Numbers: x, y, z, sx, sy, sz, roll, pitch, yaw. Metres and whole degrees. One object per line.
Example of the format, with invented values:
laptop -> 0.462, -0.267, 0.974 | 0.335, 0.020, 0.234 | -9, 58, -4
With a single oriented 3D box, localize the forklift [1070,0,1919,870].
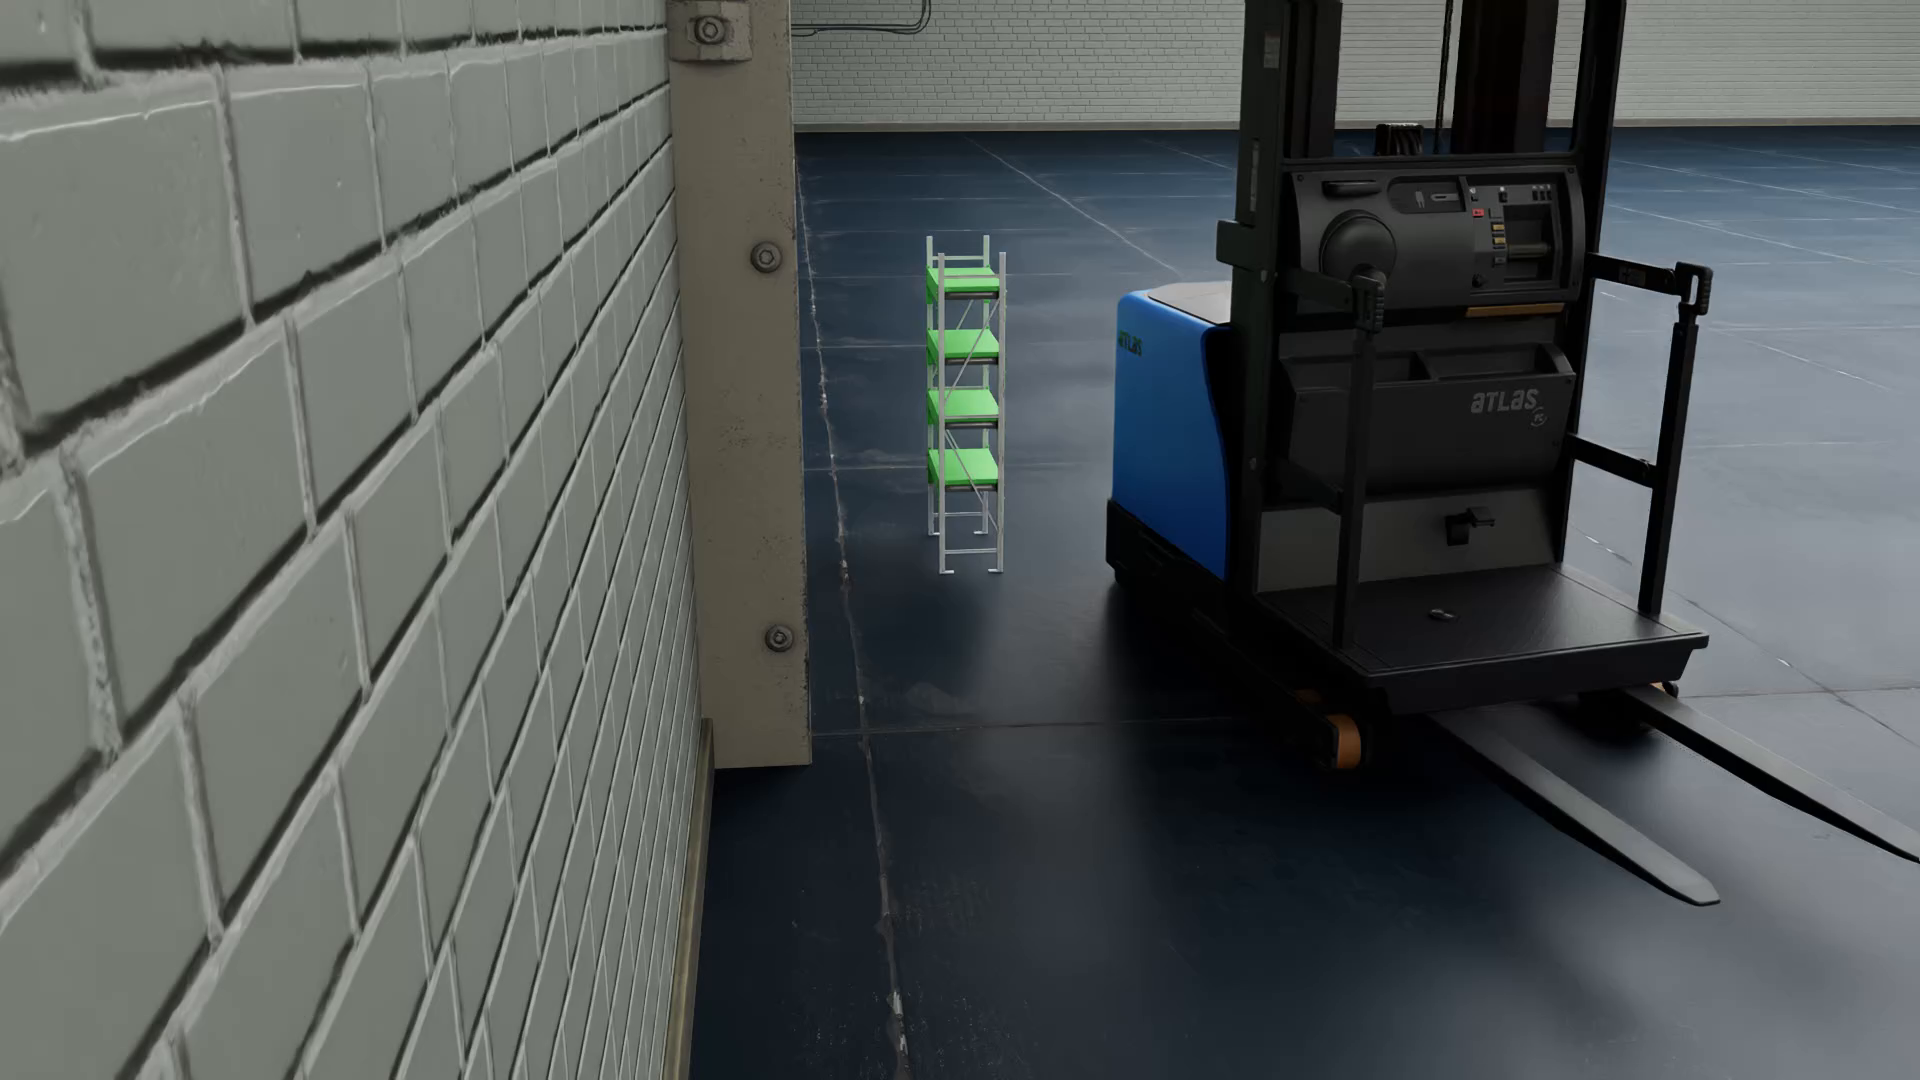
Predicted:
forklift -> 1.601, -0.904, 4.662 | 1.130, 2.935, 3.031 | -11, 20, -30

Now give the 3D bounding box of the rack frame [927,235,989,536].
rack frame -> -0.008, -0.596, 6.572 | 0.240, 1.200, 0.015 | -2, 18, -6

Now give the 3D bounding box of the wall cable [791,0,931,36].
wall cable -> -2.054, -10.306, 29.664 | 3.097, 2.526, 0.112 | -2, 18, -6

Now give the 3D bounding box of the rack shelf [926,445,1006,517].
rack shelf -> 0.017, -0.233, 6.431 | 0.258, 0.148, 0.480 | -2, 18, -6

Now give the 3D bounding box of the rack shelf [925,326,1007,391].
rack shelf -> 0.017, -0.691, 6.288 | 0.258, 0.148, 0.480 | -2, 18, -6

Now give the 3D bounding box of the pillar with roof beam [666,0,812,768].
pillar with roof beam -> 3.692, -3.851, 3.921 | 9.100, 9.000, 0.400 | -2, 18, -6

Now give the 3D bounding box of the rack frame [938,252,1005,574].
rack frame -> 0.042, -0.450, 6.109 | 0.240, 1.200, 0.015 | -2, 18, -6

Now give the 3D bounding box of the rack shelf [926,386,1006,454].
rack shelf -> 0.017, -0.462, 6.359 | 0.258, 0.148, 0.480 | -2, 18, -6

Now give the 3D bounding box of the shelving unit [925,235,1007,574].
shelving unit -> 0.017, -0.523, 6.340 | 0.258, 1.200, 0.503 | -2, 18, -6

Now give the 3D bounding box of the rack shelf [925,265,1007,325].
rack shelf -> 0.017, -0.920, 6.216 | 0.258, 0.148, 0.480 | -2, 18, -6
